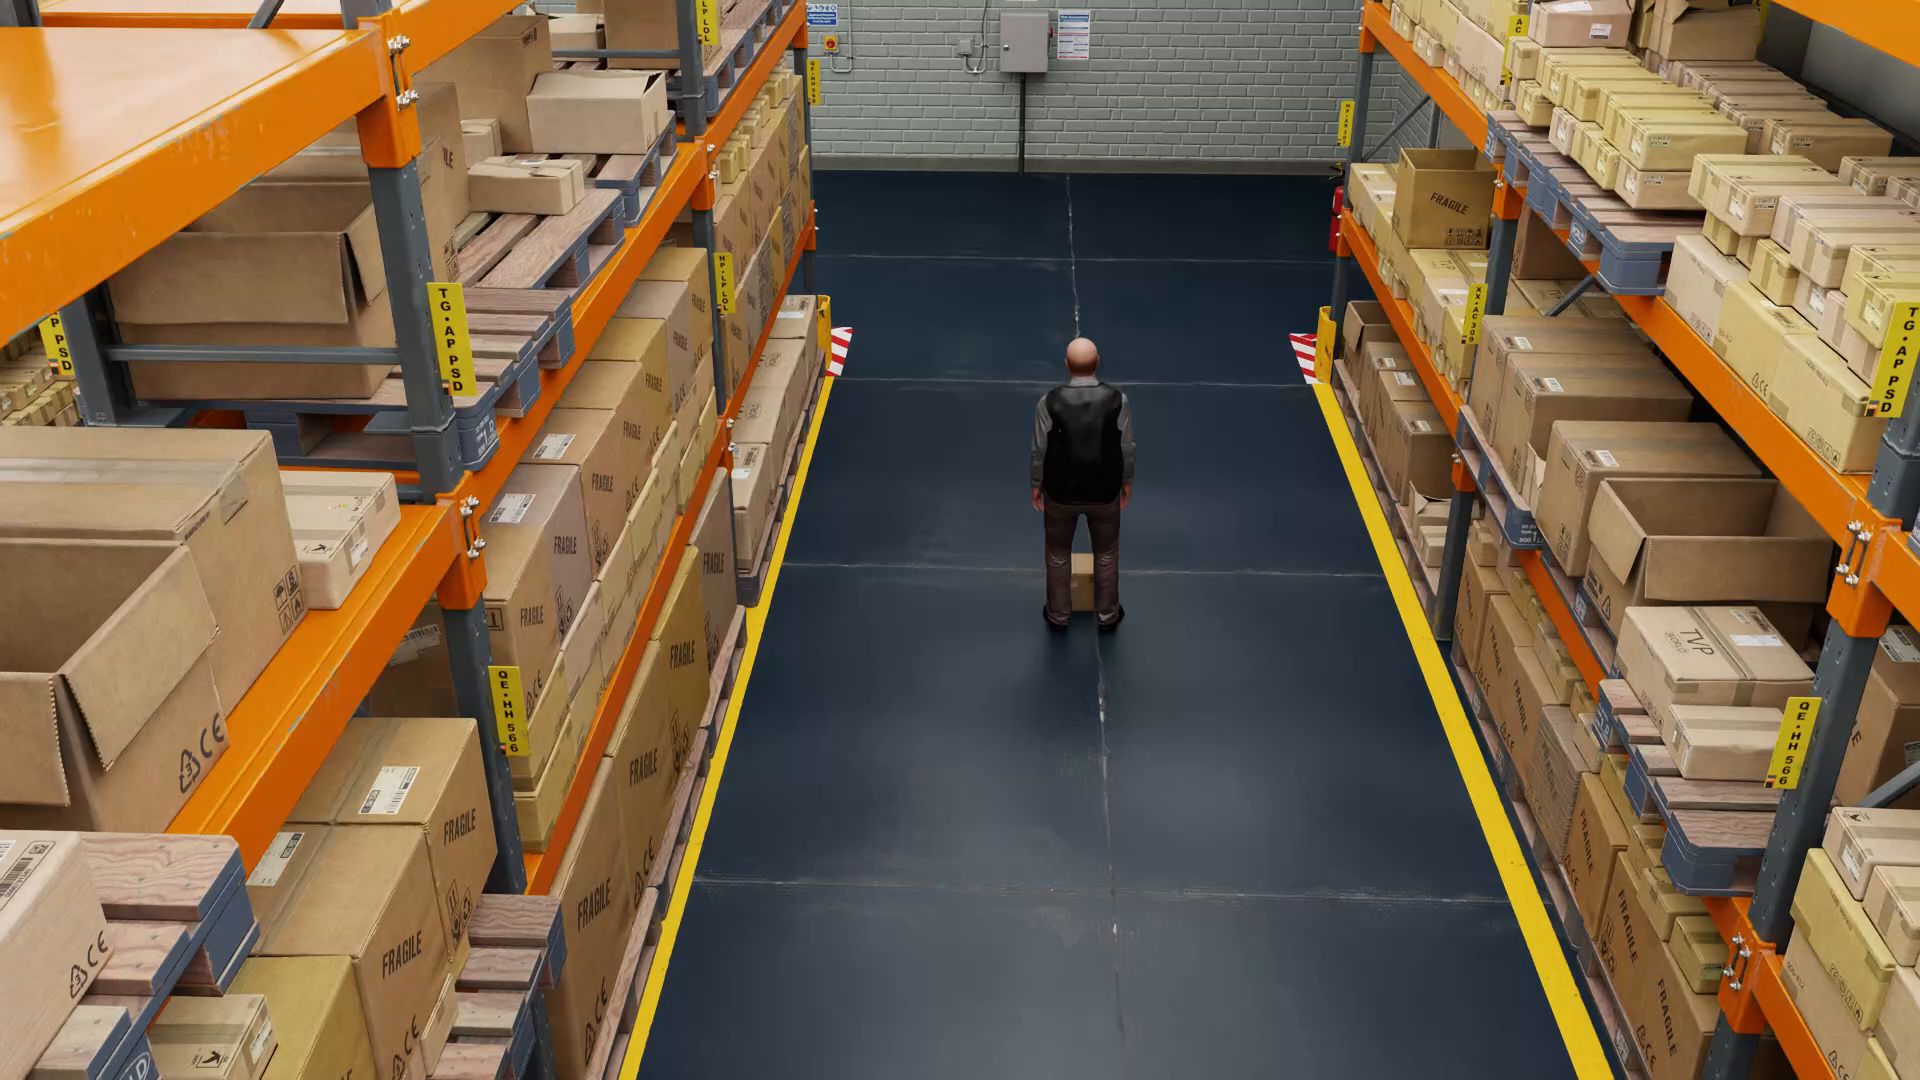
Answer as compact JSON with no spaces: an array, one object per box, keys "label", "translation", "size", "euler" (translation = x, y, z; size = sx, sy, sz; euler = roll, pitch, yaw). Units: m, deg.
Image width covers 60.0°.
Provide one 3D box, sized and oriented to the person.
[{"label":"person","translation":[0.670,-0.281,9.182],"size":[0.578,1.719,0.376],"euler":[0,28,0]}]
